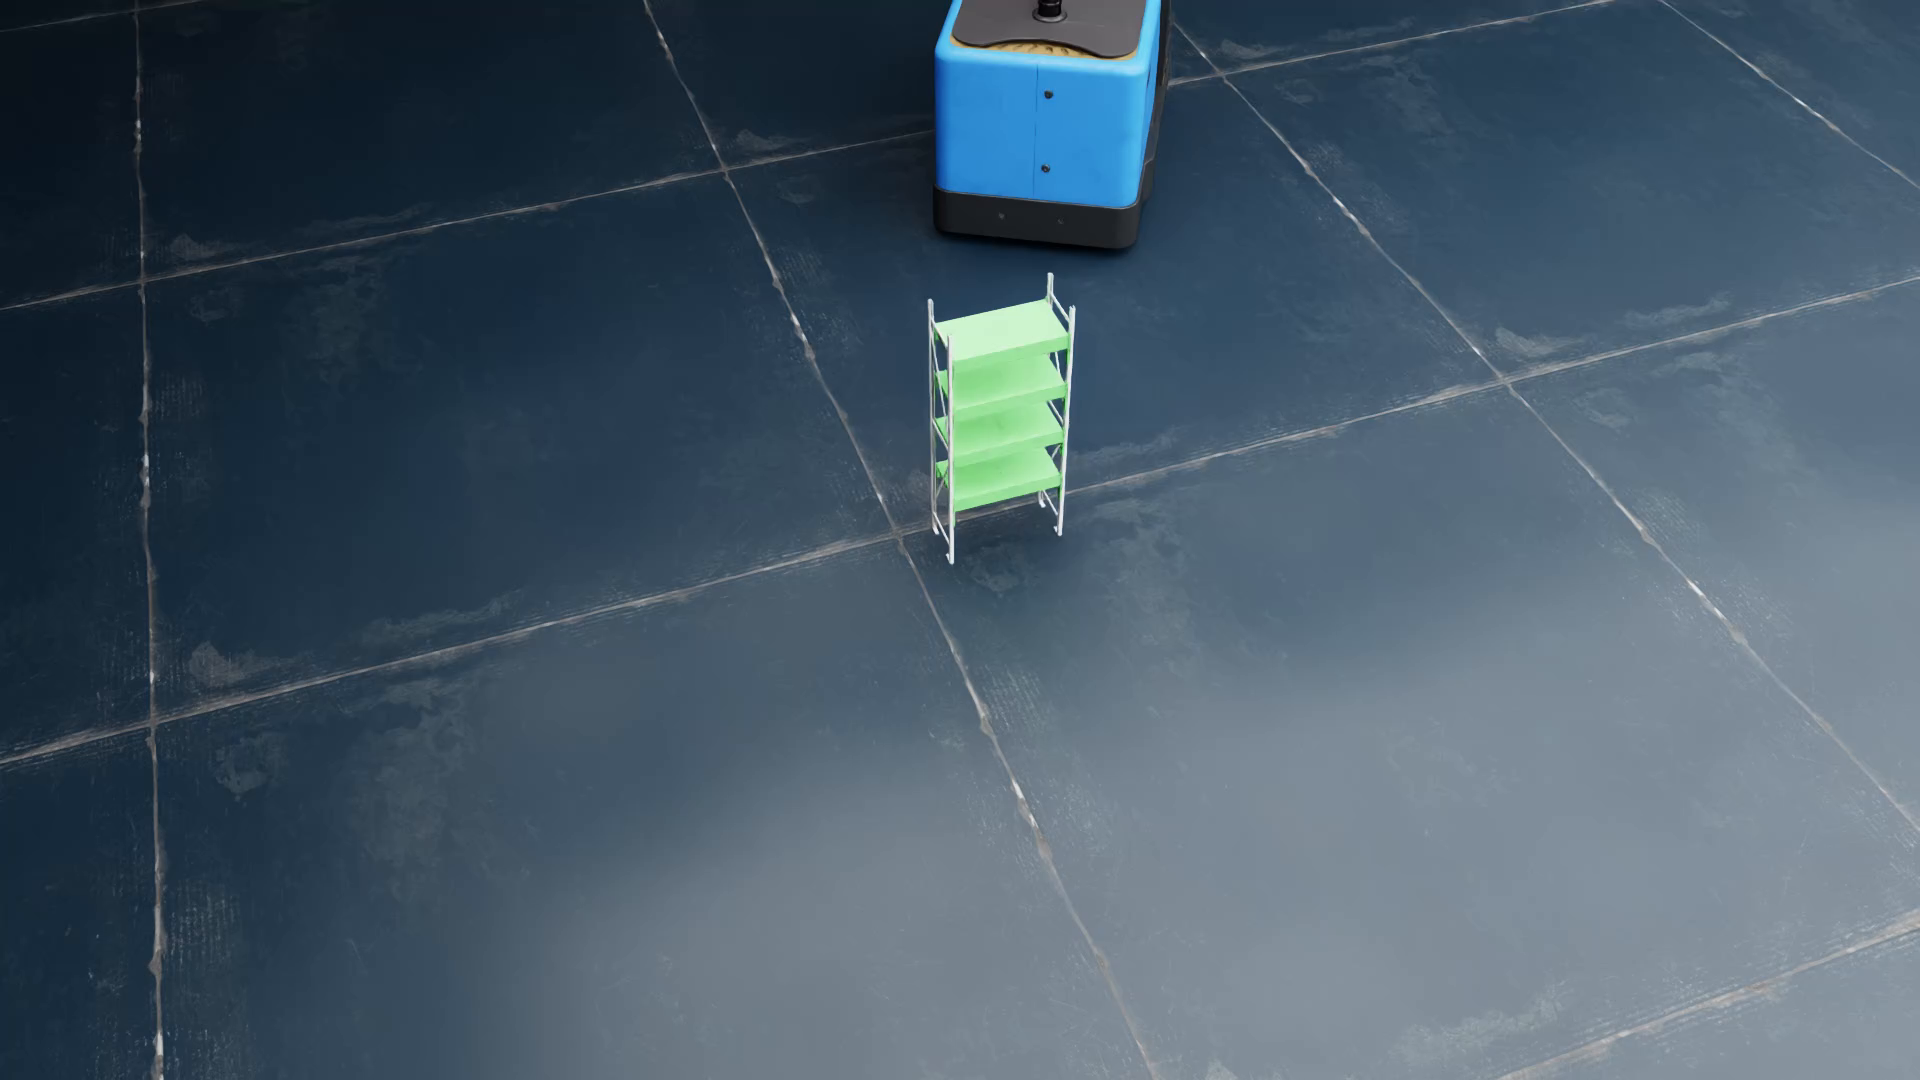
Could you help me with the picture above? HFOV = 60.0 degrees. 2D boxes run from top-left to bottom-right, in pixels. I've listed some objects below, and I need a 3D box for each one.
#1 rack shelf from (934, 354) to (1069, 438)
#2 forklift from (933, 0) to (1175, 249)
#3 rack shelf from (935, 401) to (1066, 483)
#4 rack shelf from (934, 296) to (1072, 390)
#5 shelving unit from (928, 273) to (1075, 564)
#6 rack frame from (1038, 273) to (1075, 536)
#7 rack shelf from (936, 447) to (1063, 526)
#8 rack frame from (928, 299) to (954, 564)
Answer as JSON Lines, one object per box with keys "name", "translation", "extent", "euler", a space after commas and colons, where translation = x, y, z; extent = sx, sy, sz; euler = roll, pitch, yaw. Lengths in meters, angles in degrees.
{"name": "rack shelf", "translation": [0.156, -0.588, 6.549], "extent": [0.480, 0.148, 0.258], "euler": [-14, 47, -14]}
{"name": "forklift", "translation": [0.623, -3.568, 8.546], "extent": [1.130, 2.935, 3.031], "euler": [7, 46, 7]}
{"name": "rack shelf", "translation": [0.156, -0.418, 6.719], "extent": [0.480, 0.148, 0.258], "euler": [-14, 47, -14]}
{"name": "rack shelf", "translation": [0.156, -0.757, 6.379], "extent": [0.480, 0.148, 0.258], "euler": [-14, 47, -14]}
{"name": "shelving unit", "translation": [0.156, -0.463, 6.674], "extent": [0.503, 1.200, 0.258], "euler": [-14, 47, -14]}
{"name": "rack frame", "translation": [0.385, -0.522, 6.732], "extent": [0.015, 1.200, 0.240], "euler": [-14, 47, -14]}
{"name": "rack shelf", "translation": [0.156, -0.249, 6.889], "extent": [0.480, 0.148, 0.258], "euler": [-14, 47, -14]}
{"name": "rack frame", "translation": [-0.074, -0.405, 6.616], "extent": [0.015, 1.200, 0.240], "euler": [-14, 47, -14]}
